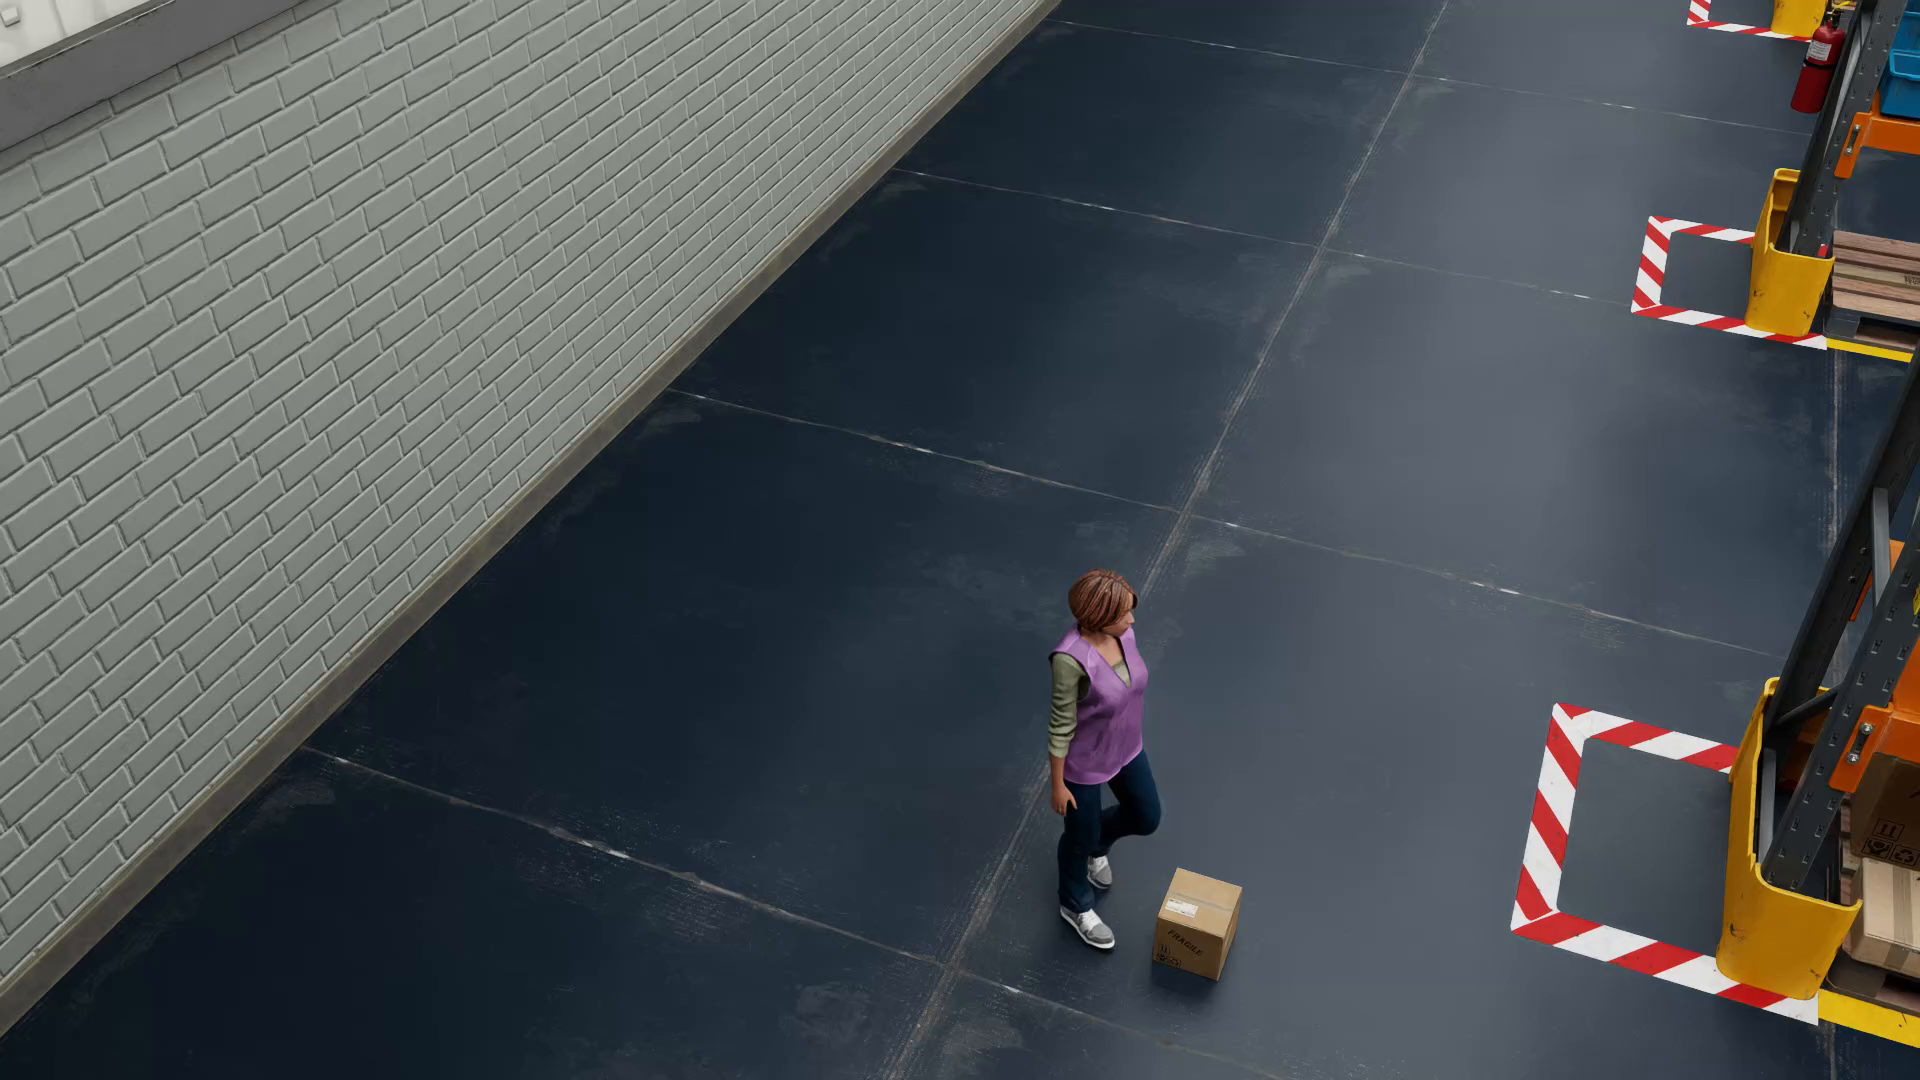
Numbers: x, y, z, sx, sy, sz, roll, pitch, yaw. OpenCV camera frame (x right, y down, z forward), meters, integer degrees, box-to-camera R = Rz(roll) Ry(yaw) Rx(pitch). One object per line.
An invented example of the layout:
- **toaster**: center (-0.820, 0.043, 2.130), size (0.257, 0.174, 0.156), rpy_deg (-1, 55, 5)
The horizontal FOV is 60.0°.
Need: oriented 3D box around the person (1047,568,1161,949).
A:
- **person**: center (0.479, 0.775, 5.833), size (0.401, 1.603, 0.452), rpy_deg (31, 47, 33)
